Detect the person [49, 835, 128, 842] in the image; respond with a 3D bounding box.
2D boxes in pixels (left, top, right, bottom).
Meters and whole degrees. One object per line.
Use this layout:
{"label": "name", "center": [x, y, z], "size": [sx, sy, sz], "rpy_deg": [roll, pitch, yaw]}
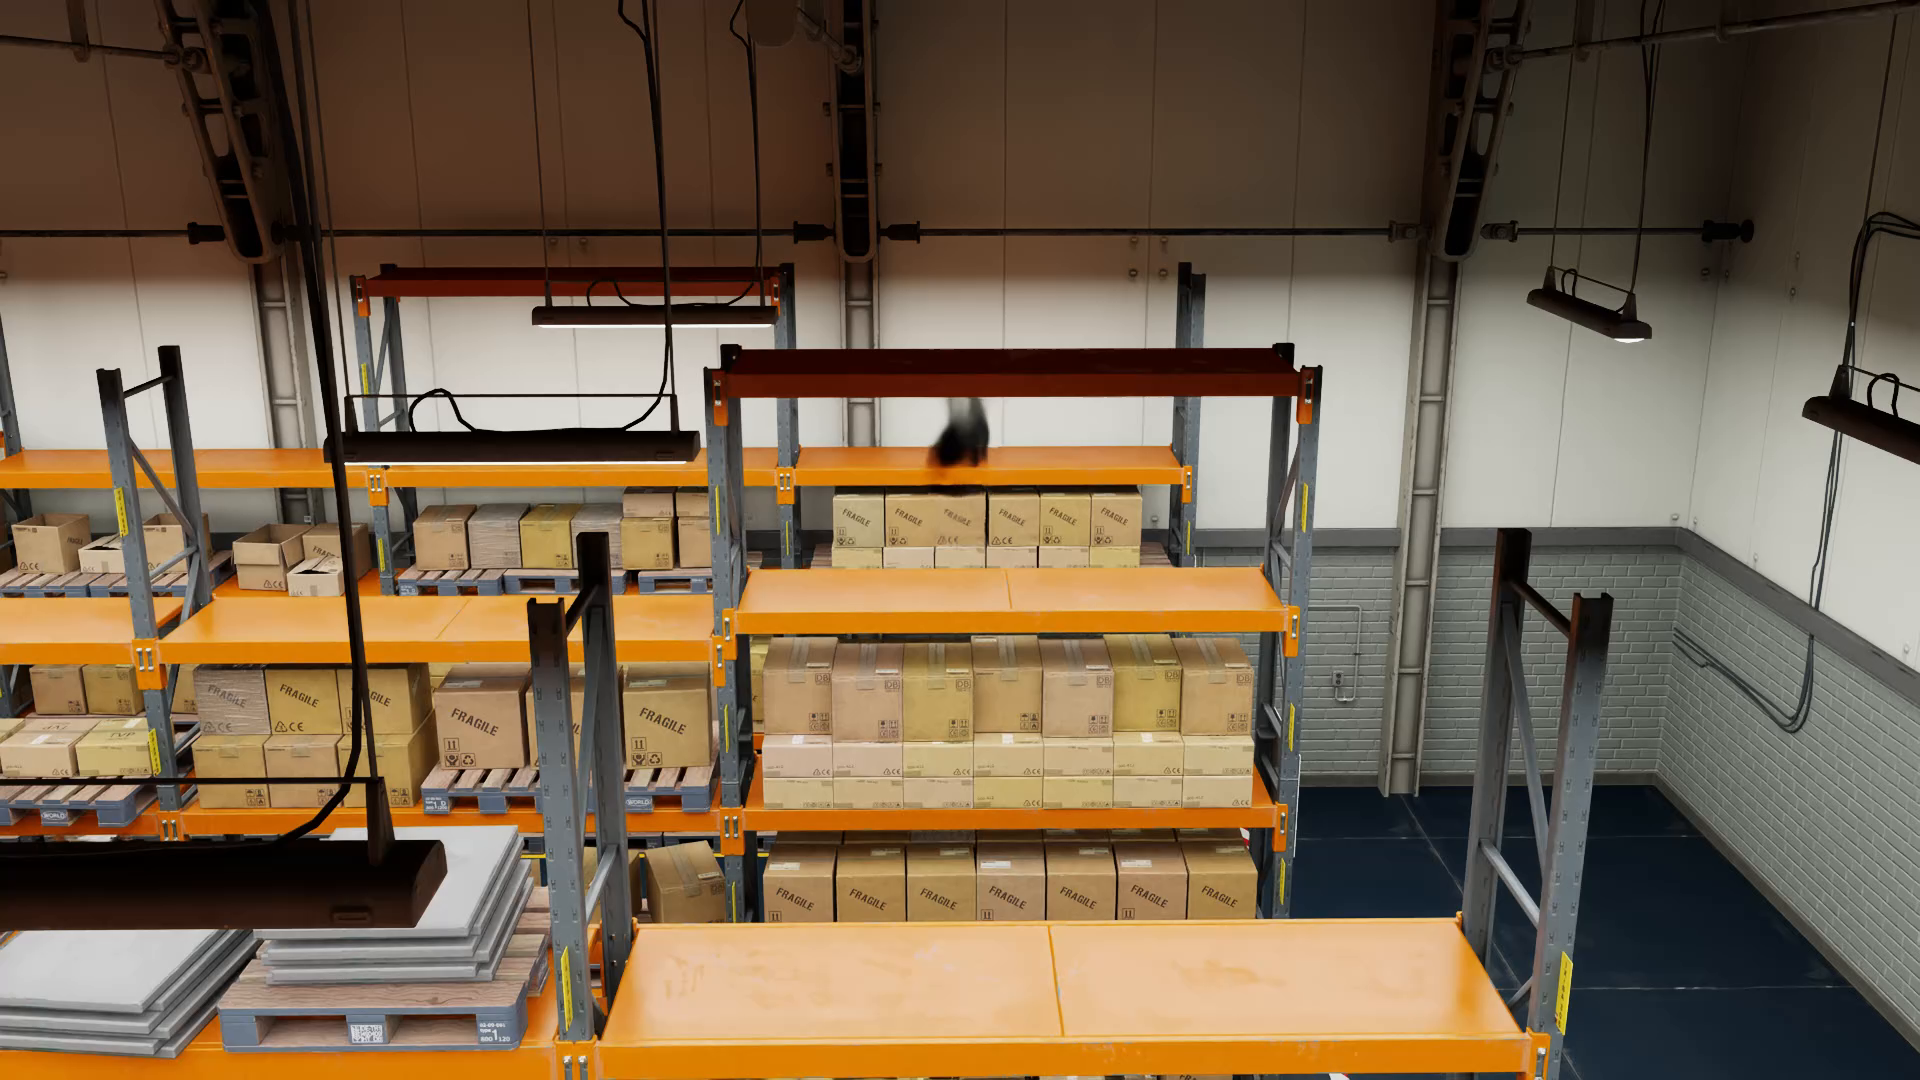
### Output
{"label": "person", "center": [-8.277, 2.921, 15.621], "size": [0.784, 1.606, 0.587], "rpy_deg": [-2, 16, -6]}
